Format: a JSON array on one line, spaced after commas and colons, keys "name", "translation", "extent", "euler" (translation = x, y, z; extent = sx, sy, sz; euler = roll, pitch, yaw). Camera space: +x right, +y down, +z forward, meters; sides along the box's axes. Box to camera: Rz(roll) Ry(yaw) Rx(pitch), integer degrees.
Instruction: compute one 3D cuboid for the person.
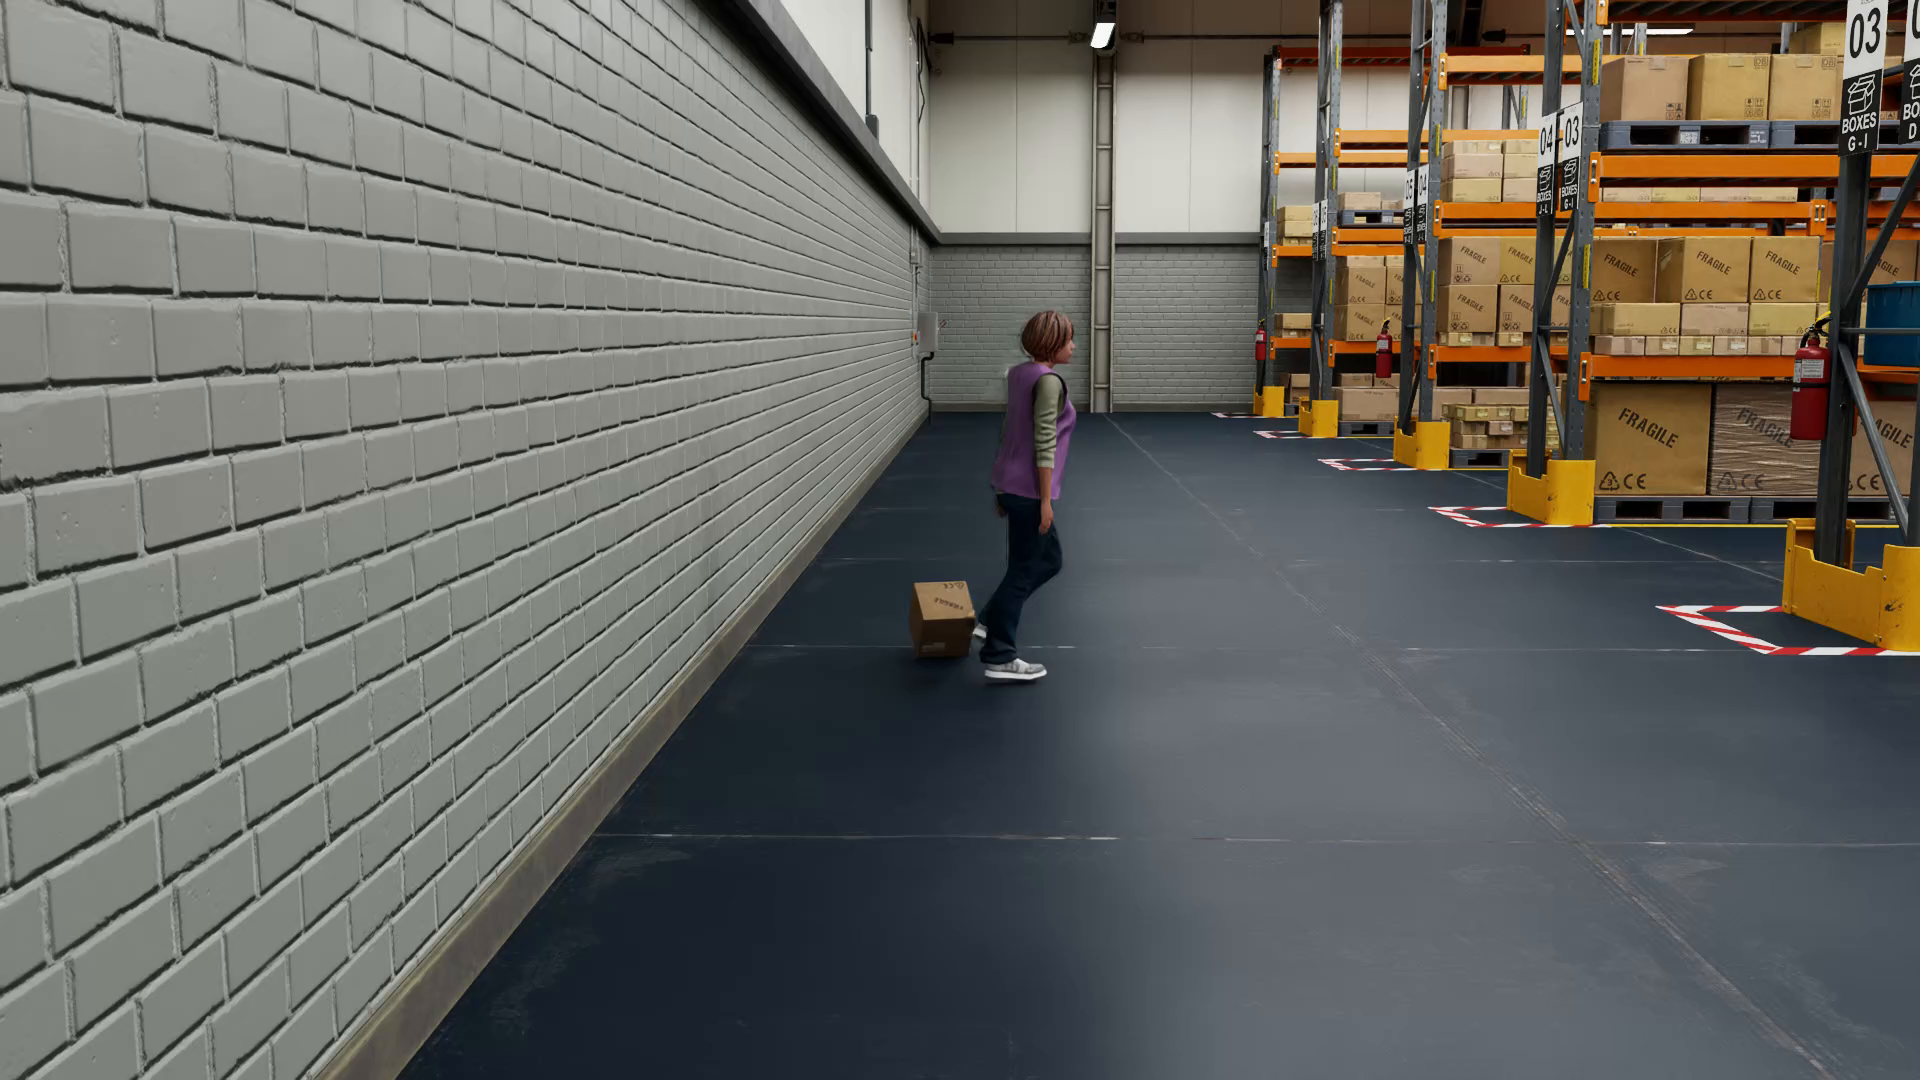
[{"name": "person", "translation": [0.279, -0.168, 7.132], "extent": [0.421, 1.558, 0.465], "euler": [-2, 8, -14]}]
